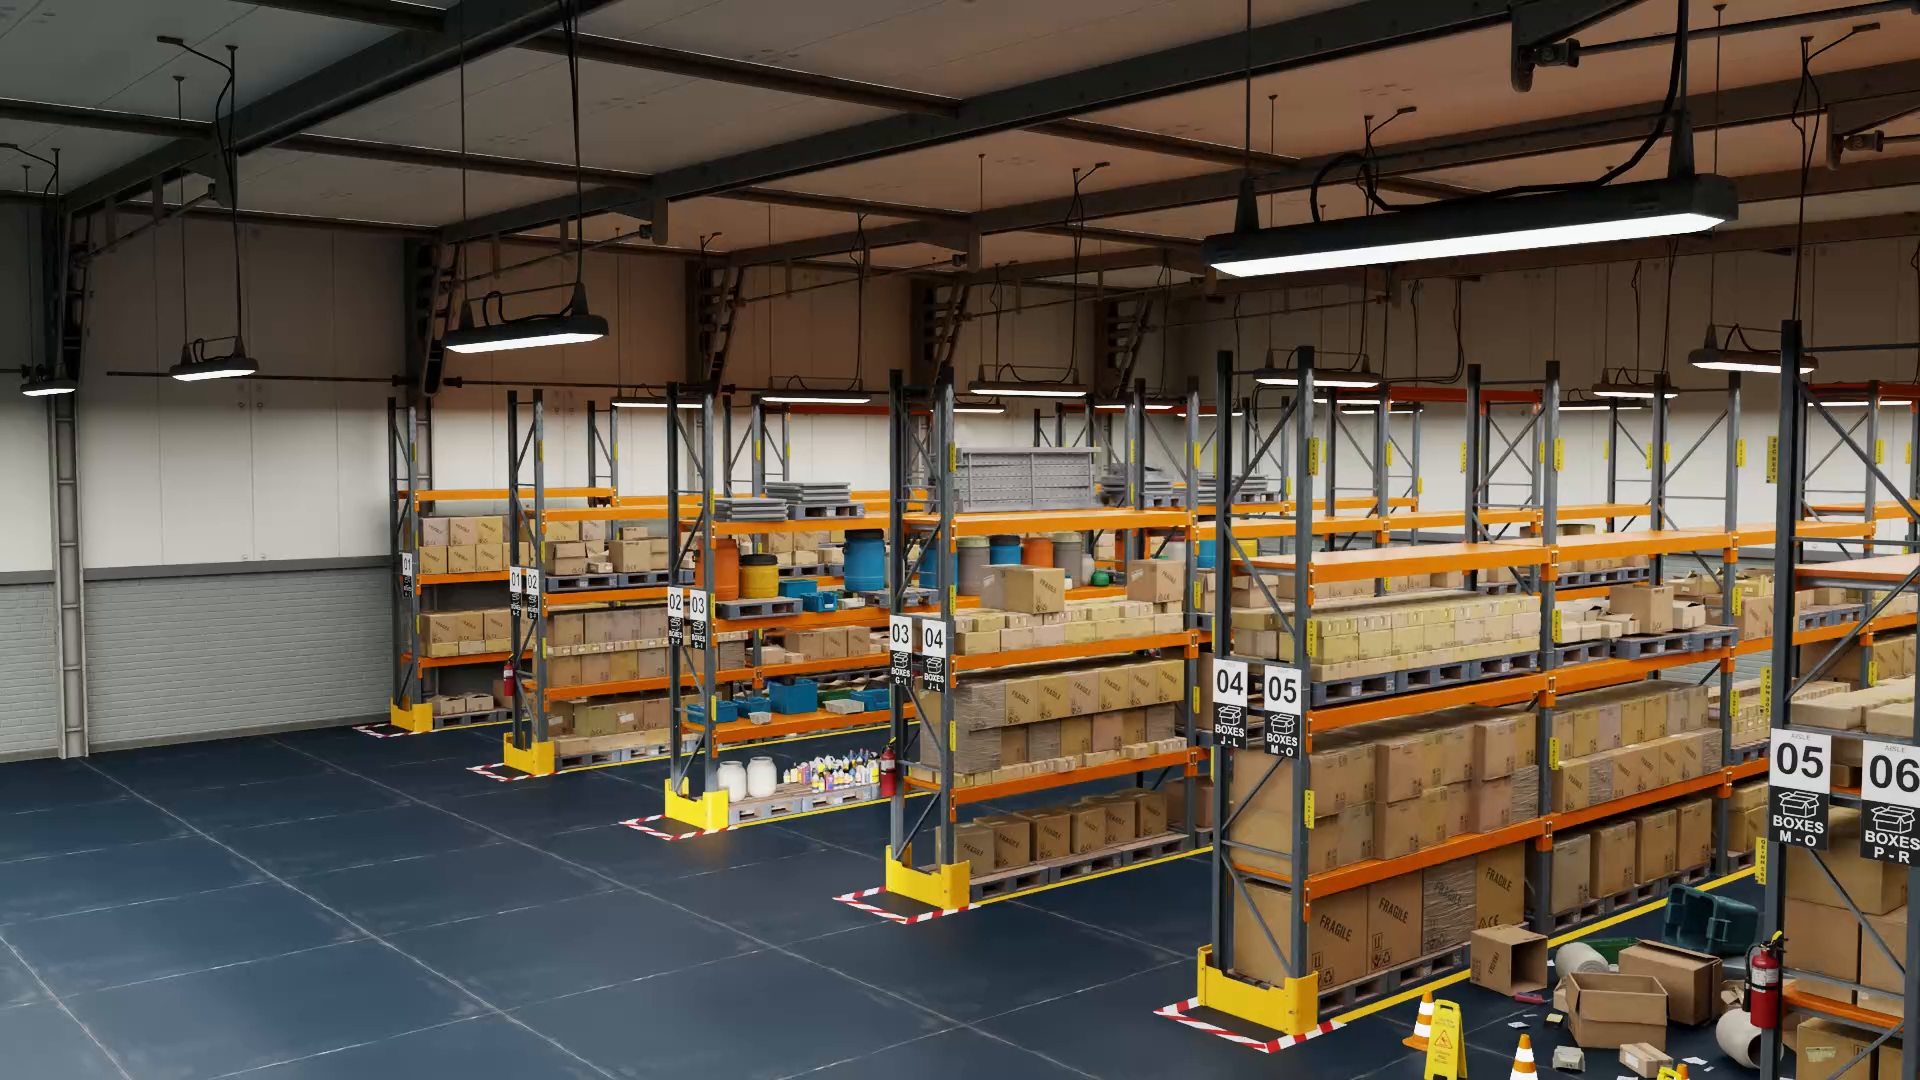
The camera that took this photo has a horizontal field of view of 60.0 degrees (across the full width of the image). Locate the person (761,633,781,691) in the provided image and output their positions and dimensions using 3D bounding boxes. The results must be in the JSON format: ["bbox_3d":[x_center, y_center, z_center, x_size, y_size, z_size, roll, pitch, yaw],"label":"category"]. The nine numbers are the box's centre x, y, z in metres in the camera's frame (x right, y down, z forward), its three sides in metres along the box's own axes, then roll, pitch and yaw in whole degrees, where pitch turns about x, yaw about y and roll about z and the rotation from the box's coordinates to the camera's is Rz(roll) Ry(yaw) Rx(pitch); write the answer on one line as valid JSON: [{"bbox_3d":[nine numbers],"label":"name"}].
[{"bbox_3d":[-3.574,2.540,31.084,0.760,1.601,0.621,-3,4,-41],"label":"person"}]

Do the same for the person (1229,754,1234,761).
[{"bbox_3d":[4.636,2.752,27.231,0.617,1.688,1.037,3,4,41],"label":"person"}]

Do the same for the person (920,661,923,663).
[{"bbox_3d":[-0.745,2.212,34.734,0.657,1.776,0.968,3,4,39],"label":"person"}]
